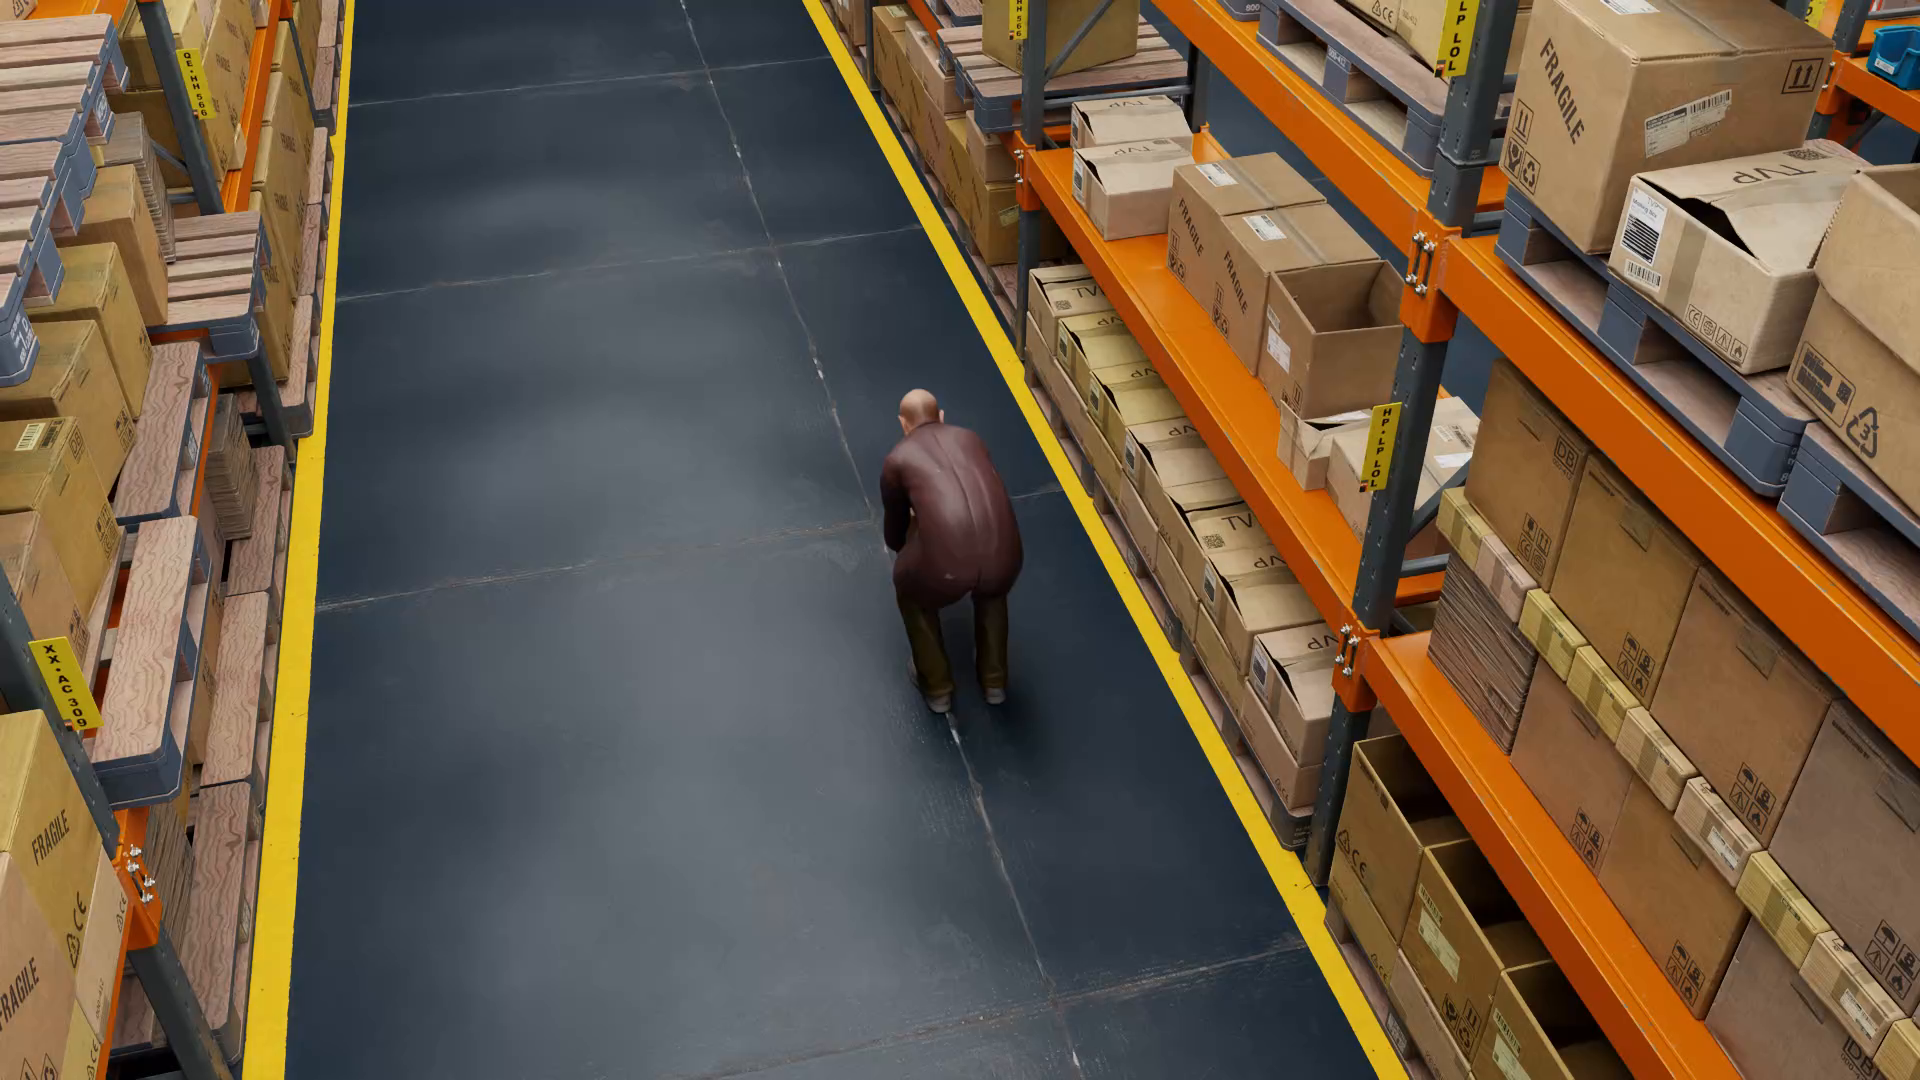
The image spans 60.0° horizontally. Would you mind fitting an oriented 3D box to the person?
[{"bbox_3d":[-0.058,0.063,7.155,0.579,1.155,0.946,-11,39,-14],"label":"person"}]
